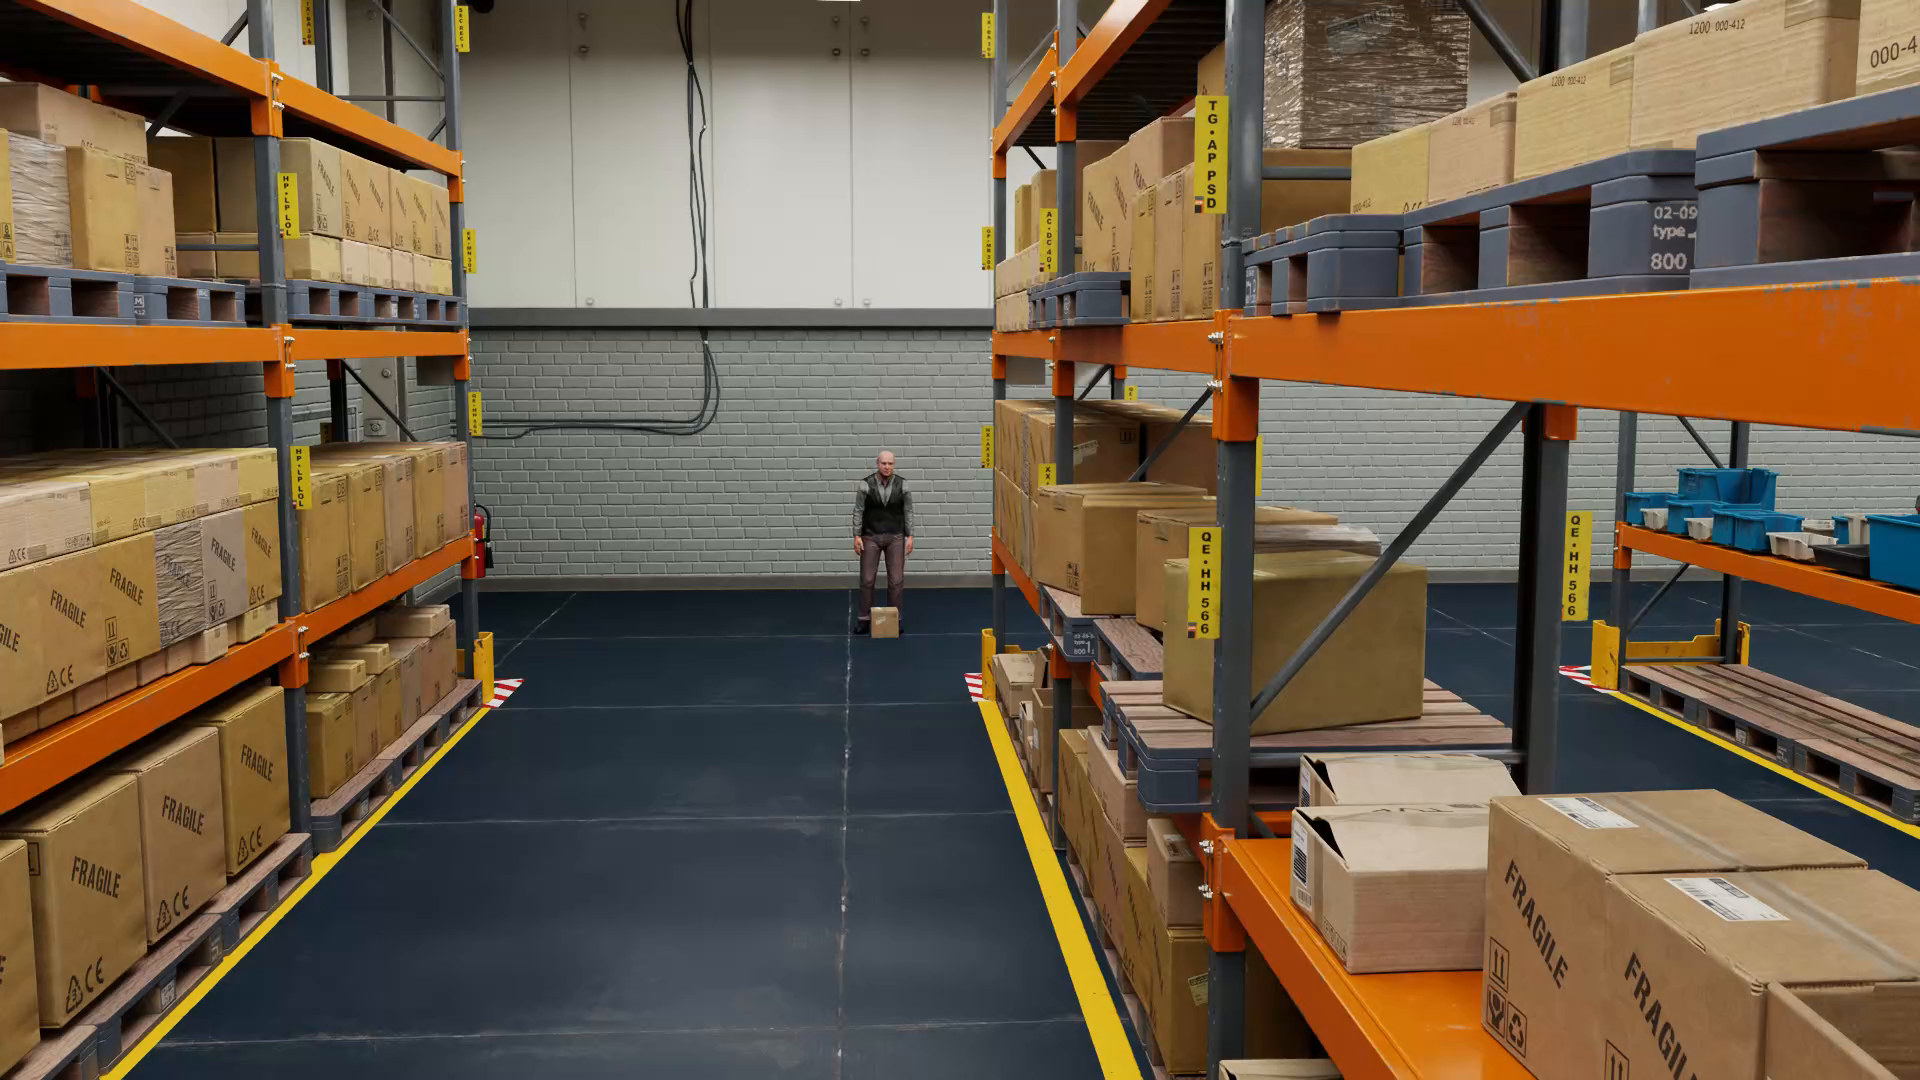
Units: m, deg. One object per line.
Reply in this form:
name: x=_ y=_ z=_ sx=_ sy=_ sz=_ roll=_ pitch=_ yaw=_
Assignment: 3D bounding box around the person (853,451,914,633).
person: x=-0.727 y=0.059 z=15.773 sx=0.593 sy=1.620 sz=0.421 roll=-1 pitch=7 yaw=-7
